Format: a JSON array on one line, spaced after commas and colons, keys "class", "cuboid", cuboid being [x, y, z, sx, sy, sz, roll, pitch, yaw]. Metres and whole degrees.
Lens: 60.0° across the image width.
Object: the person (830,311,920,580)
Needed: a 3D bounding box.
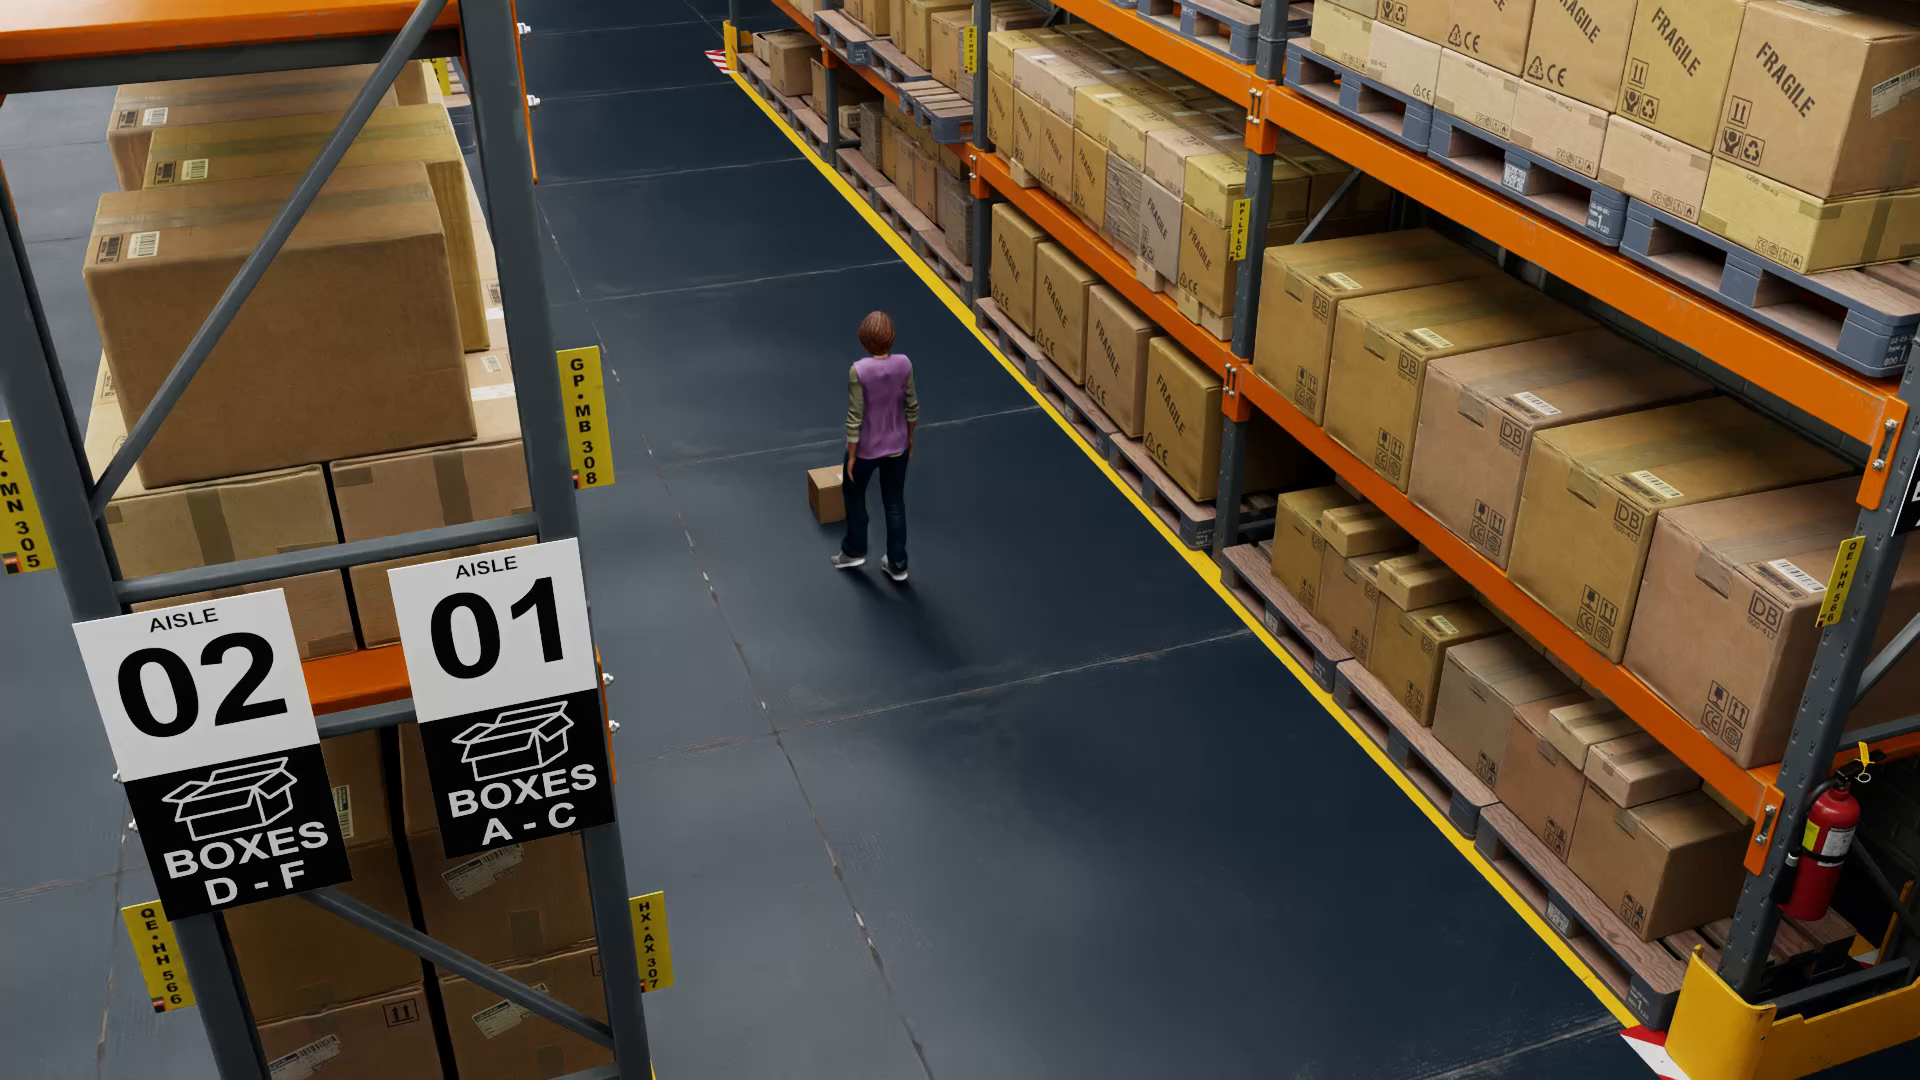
[{"class": "person", "cuboid": [-0.468, -0.506, 9.213, 0.450, 1.628, 0.493, -14, 33, -22]}]
